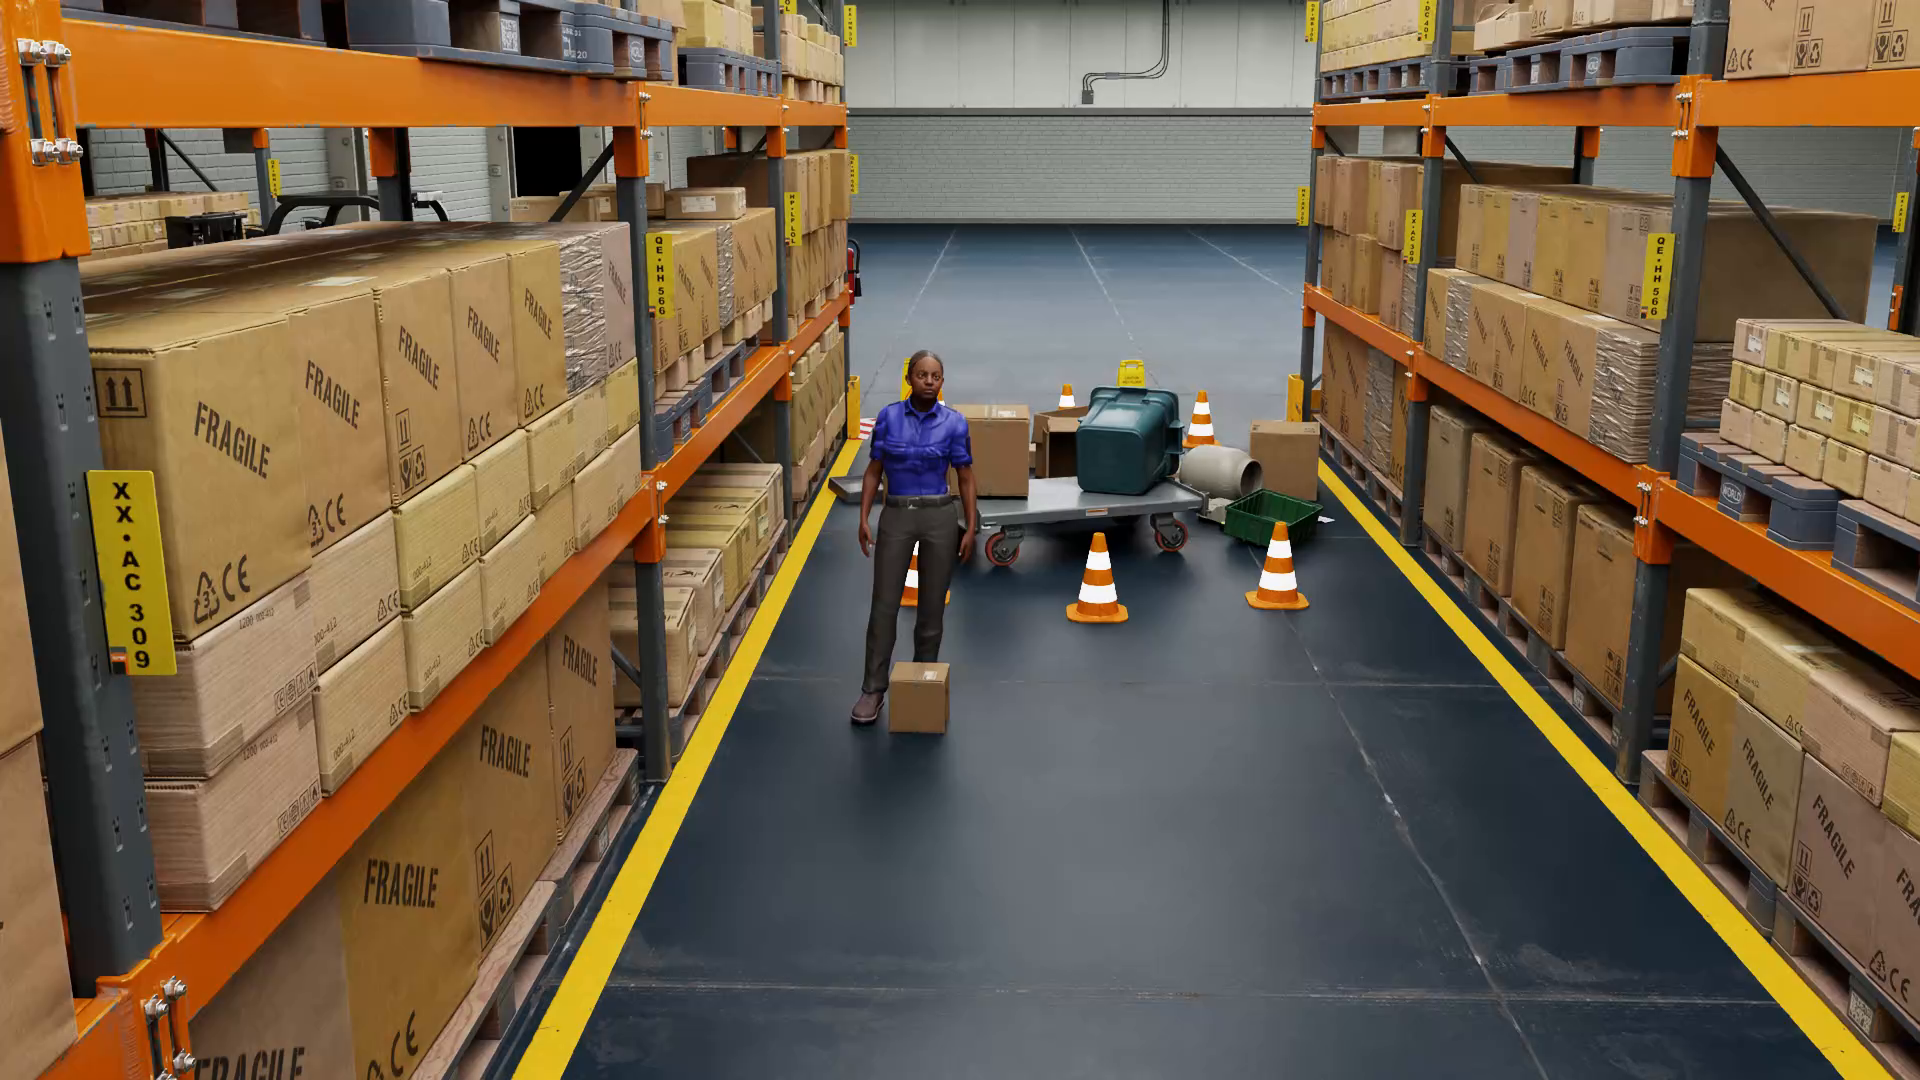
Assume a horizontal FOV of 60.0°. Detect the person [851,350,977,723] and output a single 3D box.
[{"bbox_3d":[-0.210,-0.021,7.563,0.570,1.657,0.502,0,14,2],"label":"person"}]
